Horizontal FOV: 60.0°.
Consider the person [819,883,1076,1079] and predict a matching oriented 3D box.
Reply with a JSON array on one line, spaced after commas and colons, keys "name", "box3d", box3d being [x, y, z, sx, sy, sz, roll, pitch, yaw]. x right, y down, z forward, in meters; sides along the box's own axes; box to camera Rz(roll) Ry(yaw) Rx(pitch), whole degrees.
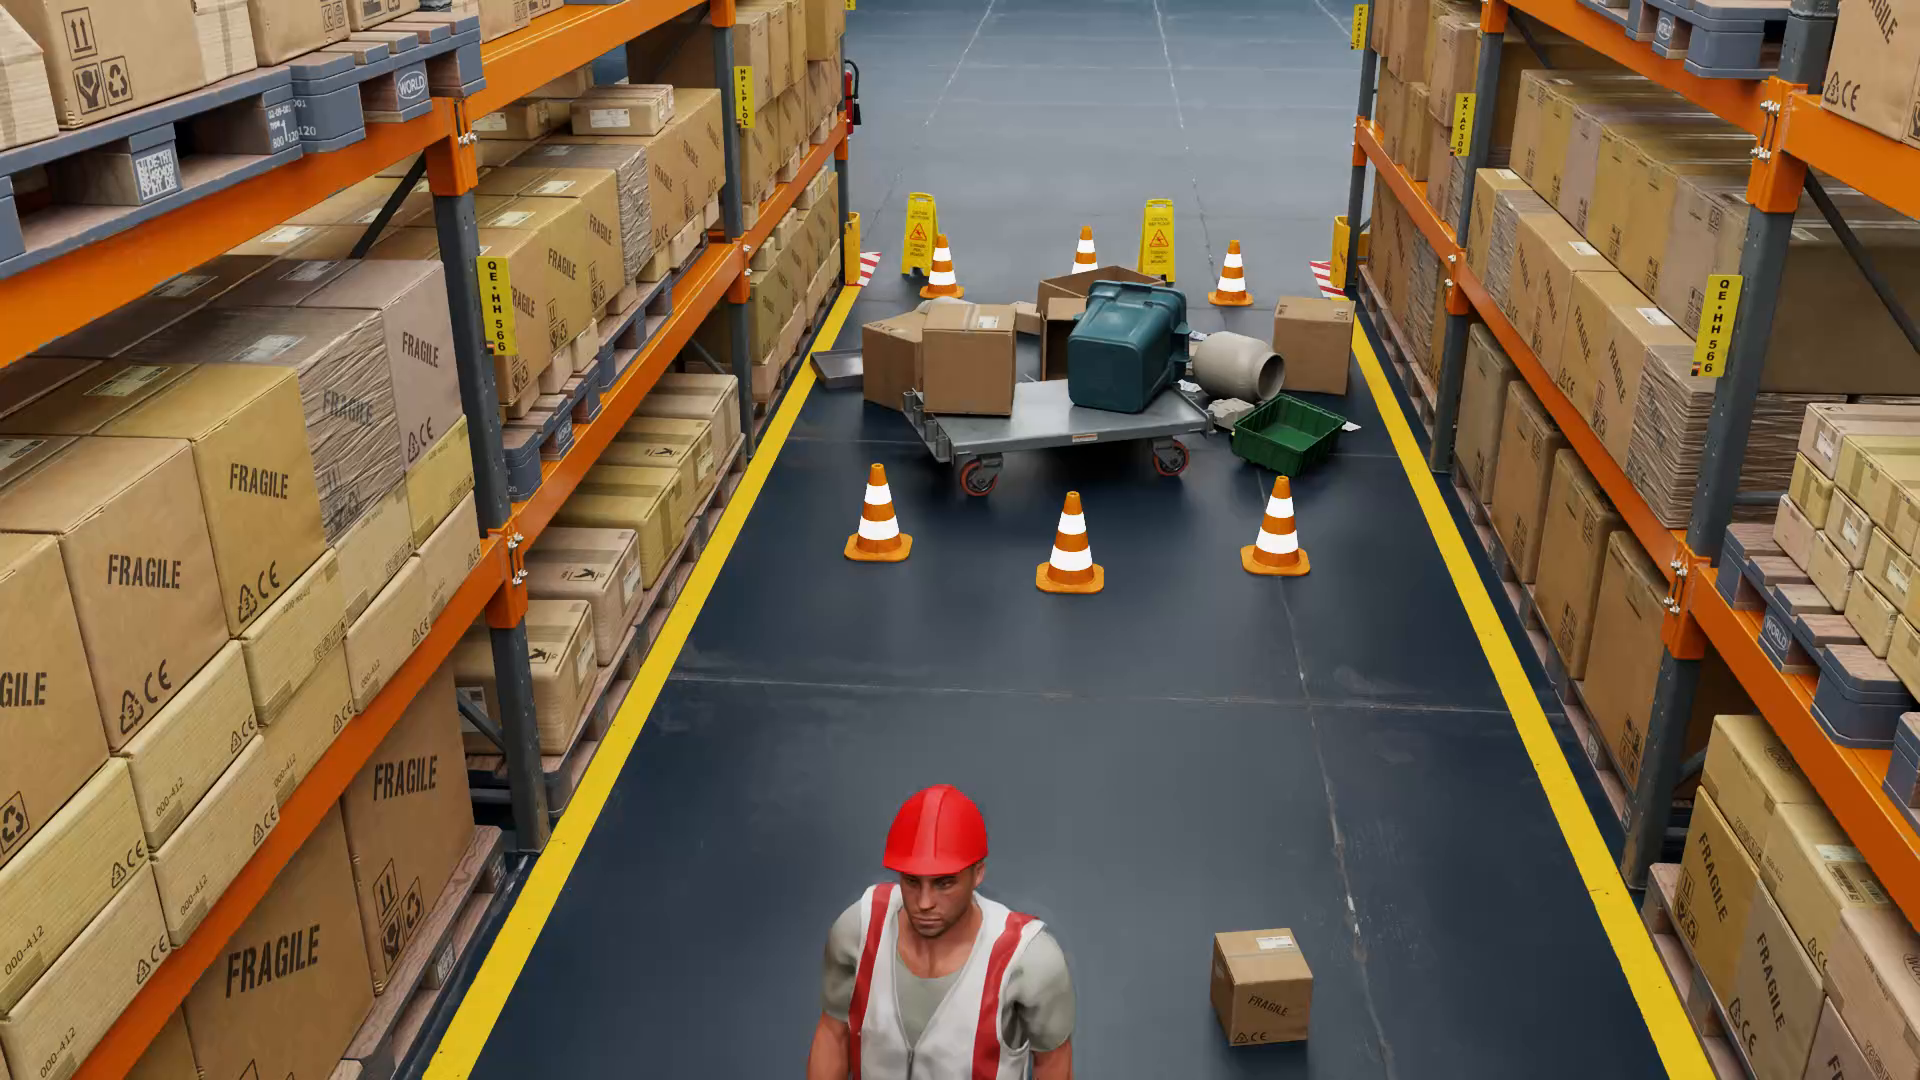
[{"name": "person", "box3d": [-0.079, 1.481, 3.619, 0.554, 1.600, 0.631, 10, 26, 21]}]
